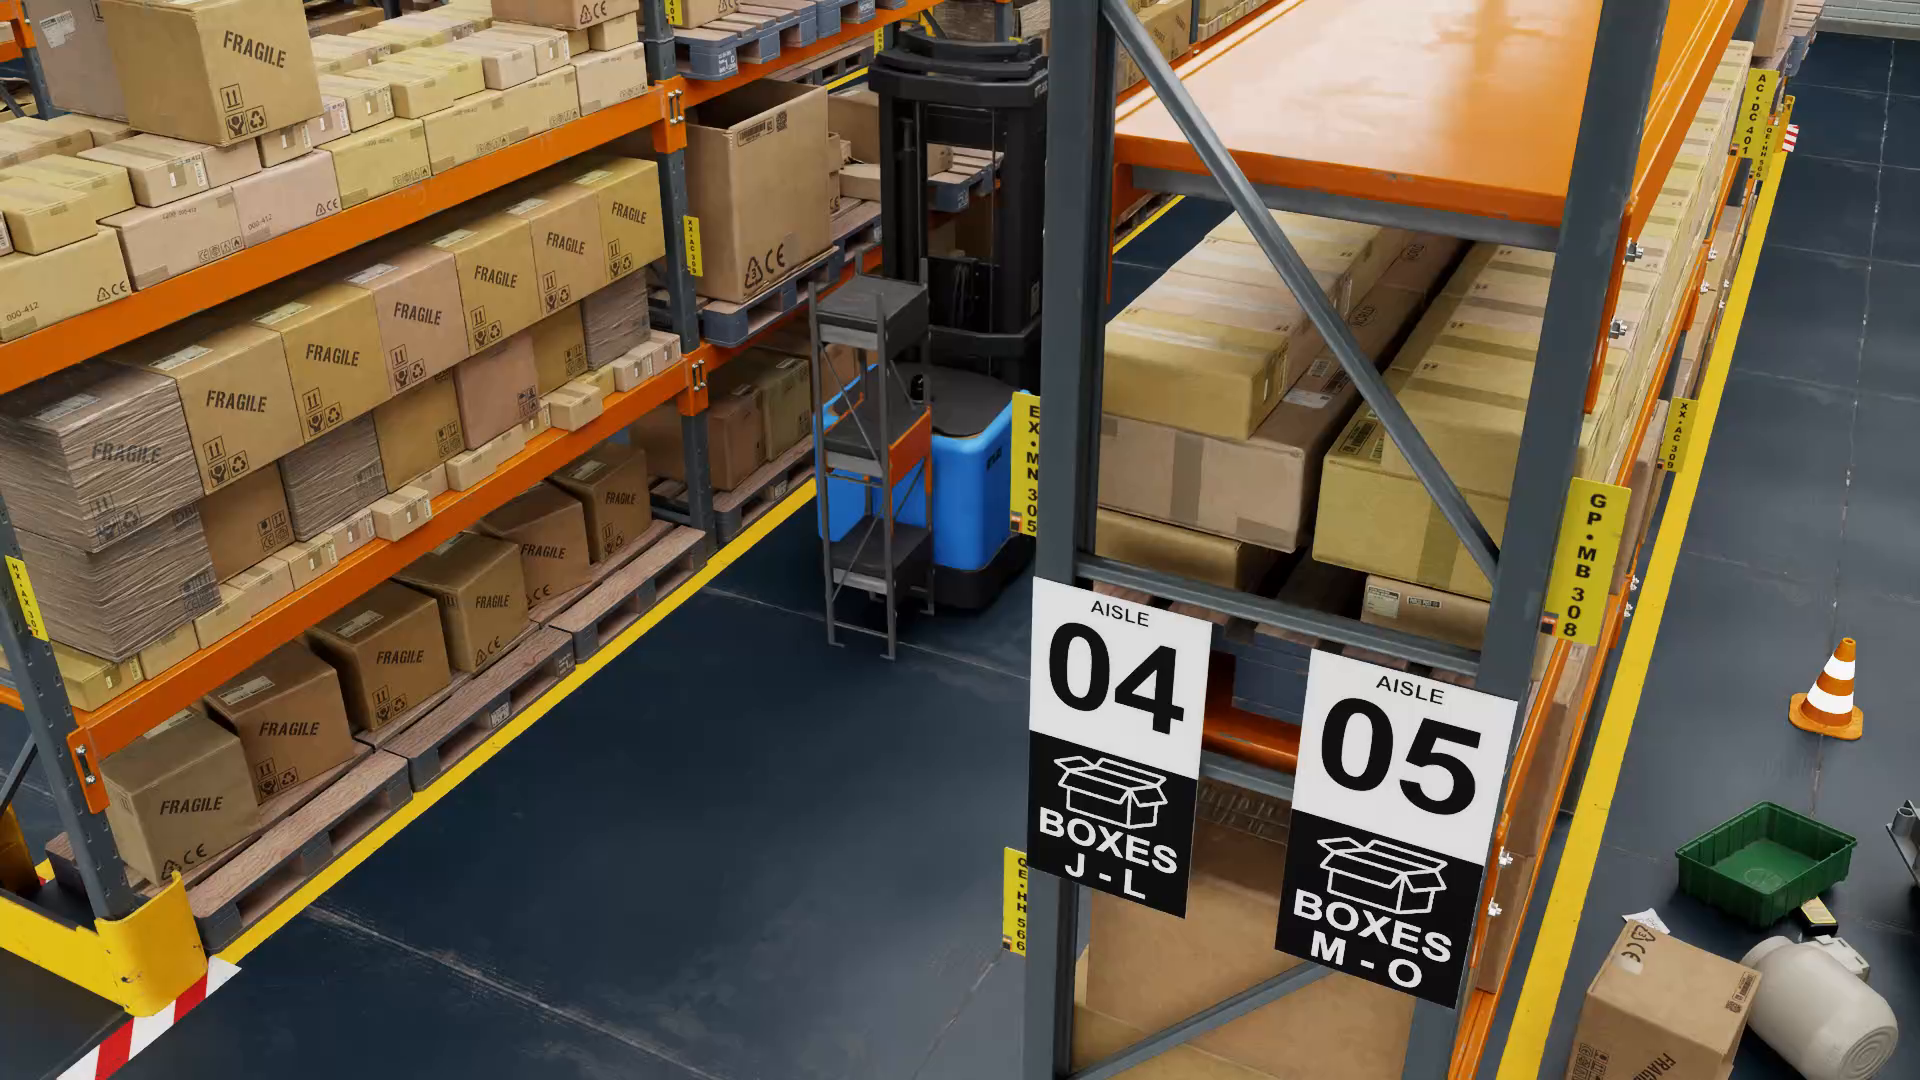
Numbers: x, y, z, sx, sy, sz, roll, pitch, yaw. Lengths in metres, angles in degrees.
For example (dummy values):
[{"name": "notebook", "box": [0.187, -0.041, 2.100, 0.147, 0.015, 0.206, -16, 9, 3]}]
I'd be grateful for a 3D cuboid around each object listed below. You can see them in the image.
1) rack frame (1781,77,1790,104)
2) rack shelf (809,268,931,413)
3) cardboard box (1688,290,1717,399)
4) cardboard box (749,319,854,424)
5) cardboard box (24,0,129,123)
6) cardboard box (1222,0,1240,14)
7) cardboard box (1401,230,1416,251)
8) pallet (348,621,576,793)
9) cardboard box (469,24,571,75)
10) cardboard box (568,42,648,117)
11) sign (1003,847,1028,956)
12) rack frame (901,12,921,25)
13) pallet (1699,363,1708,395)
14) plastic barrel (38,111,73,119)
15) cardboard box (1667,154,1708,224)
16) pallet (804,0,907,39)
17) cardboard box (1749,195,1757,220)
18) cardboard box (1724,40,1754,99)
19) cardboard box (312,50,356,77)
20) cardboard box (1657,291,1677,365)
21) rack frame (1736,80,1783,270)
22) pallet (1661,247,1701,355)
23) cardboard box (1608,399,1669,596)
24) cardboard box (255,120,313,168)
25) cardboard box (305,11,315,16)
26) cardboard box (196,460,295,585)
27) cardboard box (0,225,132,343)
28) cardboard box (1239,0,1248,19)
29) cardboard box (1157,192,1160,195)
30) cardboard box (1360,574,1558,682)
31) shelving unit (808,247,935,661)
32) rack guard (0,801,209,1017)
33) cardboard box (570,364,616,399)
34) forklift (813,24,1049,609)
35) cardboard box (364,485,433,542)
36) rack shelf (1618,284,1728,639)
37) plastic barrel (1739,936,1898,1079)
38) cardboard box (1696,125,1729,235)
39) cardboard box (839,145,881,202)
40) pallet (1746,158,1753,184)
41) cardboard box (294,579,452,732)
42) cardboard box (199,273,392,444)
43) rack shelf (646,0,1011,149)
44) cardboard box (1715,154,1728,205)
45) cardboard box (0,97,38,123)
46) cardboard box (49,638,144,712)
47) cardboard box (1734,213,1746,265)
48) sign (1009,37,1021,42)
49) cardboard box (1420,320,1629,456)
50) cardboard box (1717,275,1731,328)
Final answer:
[{"name": "rack frame", "box": [7.918, -5.465, 16.546, 1.000, 3.000, 0.127, 14, 33, 23]}, {"name": "rack shelf", "box": [-0.442, -1.002, 8.289, 0.431, 0.518, 0.480, 13, 33, 21]}, {"name": "cardboard box", "box": [3.622, -1.031, 8.724, 0.500, 0.500, 0.500, 15, 33, 24]}, {"name": "cardboard box", "box": [-1.130, -1.145, 11.091, 0.700, 0.500, 0.500, 11, 32, 19]}, {"name": "cardboard box", "box": [-3.259, -1.977, 6.558, 0.500, 0.500, 0.500, 14, 33, 23]}, {"name": "cardboard box", "box": [2.405, -5.294, 16.100, 0.500, 0.250, 0.500, 14, 33, 23]}, {"name": "cardboard box", "box": [1.061, -0.925, 4.557, 0.380, 0.149, 0.250, 14, 33, 23]}, {"name": "pallet", "box": [-2.747, 0.742, 8.536, 1.003, 0.211, 1.213, 14, 33, 23]}, {"name": "cardboard box", "box": [-2.049, -2.286, 7.748, 0.380, 0.149, 0.250, 13, 32, 21]}, {"name": "cardboard box", "box": [-1.893, -2.290, 8.155, 0.500, 0.250, 0.500, 16, 33, 25]}, {"name": "sign", "box": [0.153, 0.893, 4.072, 0.100, 0.325, 0.005, 14, 33, 23]}, {"name": "rack frame", "box": [-0.860, -7.759, 20.540, 1.000, 3.000, 0.127, 14, 33, 23]}, {"name": "pallet", "box": [4.631, -1.056, 11.667, 1.003, 0.211, 1.213, 14, 33, 23]}, {"name": "plastic barrel", "box": [-5.881, -2.759, 11.330, 0.600, 0.901, 0.708, 14, 33, 23]}, {"name": "cardboard box", "box": [1.878, -1.001, 4.689, 0.380, 0.149, 0.250, 15, 33, 24]}, {"name": "pallet", "box": [-1.072, -3.245, 9.856, 1.213, 0.211, 1.003, 14, 33, 23]}, {"name": "cardboard box", "box": [6.546, -2.855, 14.143, 0.380, 0.149, 0.250, 16, 33, 25]}, {"name": "cardboard box", "box": [2.569, -1.674, 5.861, 0.380, 0.149, 0.250, 14, 33, 23]}, {"name": "cardboard box", "box": [-2.901, -2.064, 7.360, 0.380, 0.149, 0.250, 14, 33, 22]}, {"name": "cardboard box", "box": [1.876, -0.652, 4.882, 0.380, 0.149, 0.250, 14, 33, 23]}, {"name": "rack frame", "box": [6.096, -3.692, 13.458, 1.000, 3.000, 0.127, 14, 33, 23]}, {"name": "pallet", "box": [2.070, -1.048, 5.930, 1.003, 0.211, 1.213, 14, 33, 23]}, {"name": "cardboard box", "box": [2.106, -0.253, 6.234, 0.875, 0.550, 0.550, 14, 33, 23]}, {"name": "cardboard box", "box": [-2.786, -1.590, 6.535, 0.380, 0.149, 0.250, 13, 32, 21]}, {"name": "cardboard box", "box": [-7.761, -5.820, 19.231, 0.500, 0.500, 0.500, 15, 33, 24]}, {"name": "cardboard box", "box": [-3.344, -0.201, 6.980, 0.875, 0.500, 0.500, 14, 33, 23]}, {"name": "cardboard box", "box": [-3.290, -0.933, 5.792, 0.500, 0.250, 0.500, 15, 33, 25]}, {"name": "cardboard box", "box": [2.631, -5.273, 16.462, 0.380, 0.149, 0.250, 14, 33, 23]}, {"name": "cardboard box", "box": [1.453, -3.835, 15.418, 1.225, 0.875, 0.875, 14, 33, 23]}, {"name": "cardboard box", "box": [1.071, 0.131, 3.518, 0.380, 0.149, 0.250, 15, 33, 24]}, {"name": "shelving unit", "box": [-0.436, -0.412, 8.641, 0.431, 2.100, 0.503, 13, 33, 21]}, {"name": "rack guard", "box": [-3.705, 1.508, 6.913, 1.175, 0.500, 0.348, 14, 33, 23]}, {"name": "cardboard box", "box": [-2.044, -0.839, 8.741, 0.380, 0.149, 0.250, 14, 33, 23]}, {"name": "forklift", "box": [0.218, -1.607, 9.895, 1.130, 2.935, 3.031, 12, 32, 20]}, {"name": "cardboard box", "box": [-2.628, -0.149, 7.540, 0.380, 0.149, 0.250, 14, 33, 23]}, {"name": "rack shelf", "box": [3.363, -0.720, 9.005, 1.077, 0.370, 4.000, 14, 33, 23]}, {"name": "plastic barrel", "box": [3.301, 1.822, 6.442, 0.421, 0.421, 0.512, -12, 32, -20]}, {"name": "cardboard box", "box": [2.226, -1.235, 5.497, 0.500, 0.250, 0.500, 14, 33, 23]}, {"name": "cardboard box", "box": [-0.615, -2.412, 10.942, 0.396, 0.266, 0.258, 13, 32, 22]}, {"name": "pallet", "box": [5.139, -2.723, 11.962, 1.003, 0.211, 1.213, 14, 33, 23]}, {"name": "cardboard box", "box": [-2.897, 0.540, 8.176, 0.500, 0.500, 0.500, 18, 34, 28]}, {"name": "cardboard box", "box": [-2.786, -0.772, 6.970, 0.500, 0.500, 0.500, 14, 33, 23]}, {"name": "rack shelf", "box": [-1.006, -3.191, 10.296, 1.077, 0.370, 4.000, 14, 33, 23]}, {"name": "cardboard box", "box": [2.570, -1.329, 6.061, 0.380, 0.149, 0.250, 14, 33, 23]}, {"name": "cardboard box", "box": [-9.163, -4.051, 15.859, 0.500, 0.311, 0.500, 14, 33, 23]}, {"name": "cardboard box", "box": [-3.398, 0.494, 6.420, 0.380, 0.149, 0.250, 14, 33, 23]}, {"name": "cardboard box", "box": [5.508, -2.266, 12.309, 0.500, 0.250, 0.500, 13, 32, 21]}, {"name": "sign", "box": [0.392, -3.438, 11.932, 0.100, 0.325, 0.005, 14, 33, 23]}, {"name": "cardboard box", "box": [1.180, -0.322, 3.507, 0.380, 0.149, 0.250, 14, 33, 24]}, {"name": "cardboard box", "box": [5.512, -1.951, 12.515, 0.500, 0.500, 0.500, 14, 33, 22]}]
